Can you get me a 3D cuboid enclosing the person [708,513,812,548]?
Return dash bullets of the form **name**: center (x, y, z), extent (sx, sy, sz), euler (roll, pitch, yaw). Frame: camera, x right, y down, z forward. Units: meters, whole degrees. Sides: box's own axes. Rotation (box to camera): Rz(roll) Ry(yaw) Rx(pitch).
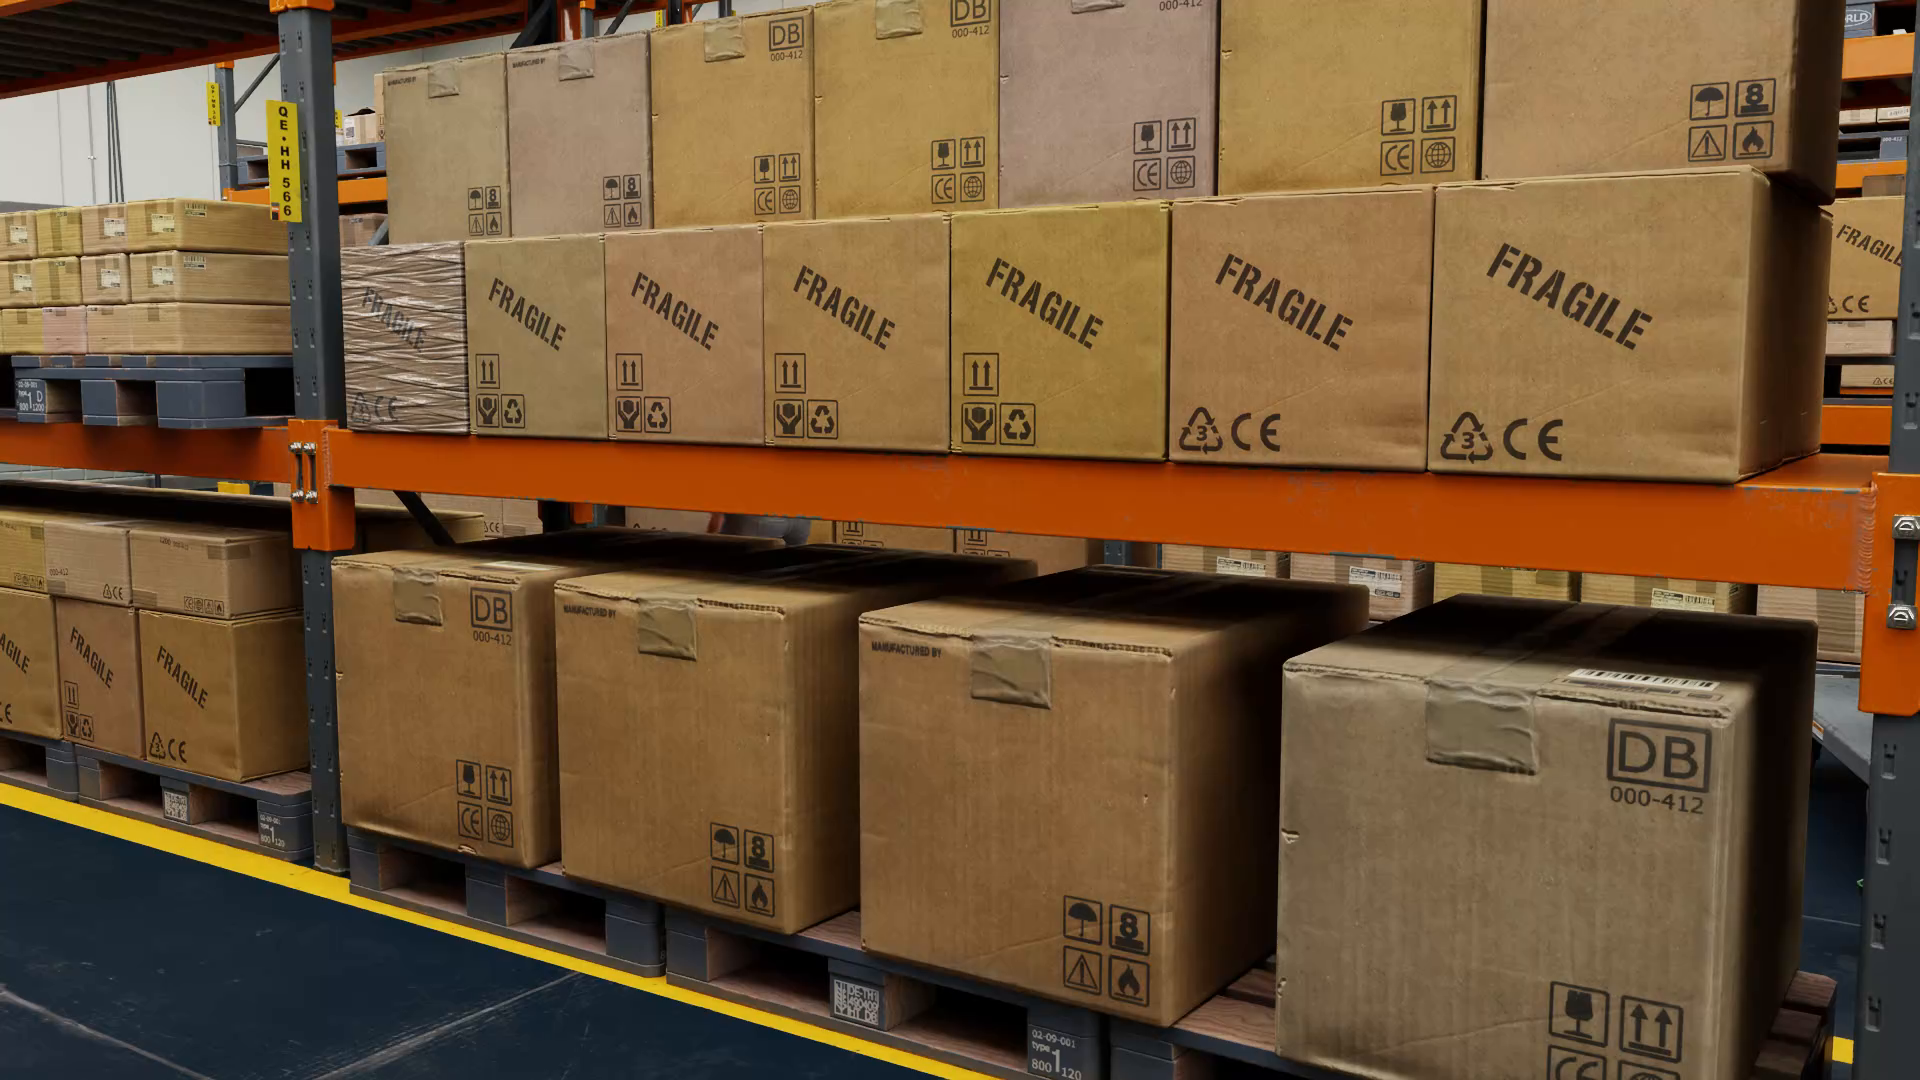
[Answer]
- **person**: center (-0.825, -0.135, 6.886), extent (0.466, 1.771, 0.580), euler (4, 8, 34)
